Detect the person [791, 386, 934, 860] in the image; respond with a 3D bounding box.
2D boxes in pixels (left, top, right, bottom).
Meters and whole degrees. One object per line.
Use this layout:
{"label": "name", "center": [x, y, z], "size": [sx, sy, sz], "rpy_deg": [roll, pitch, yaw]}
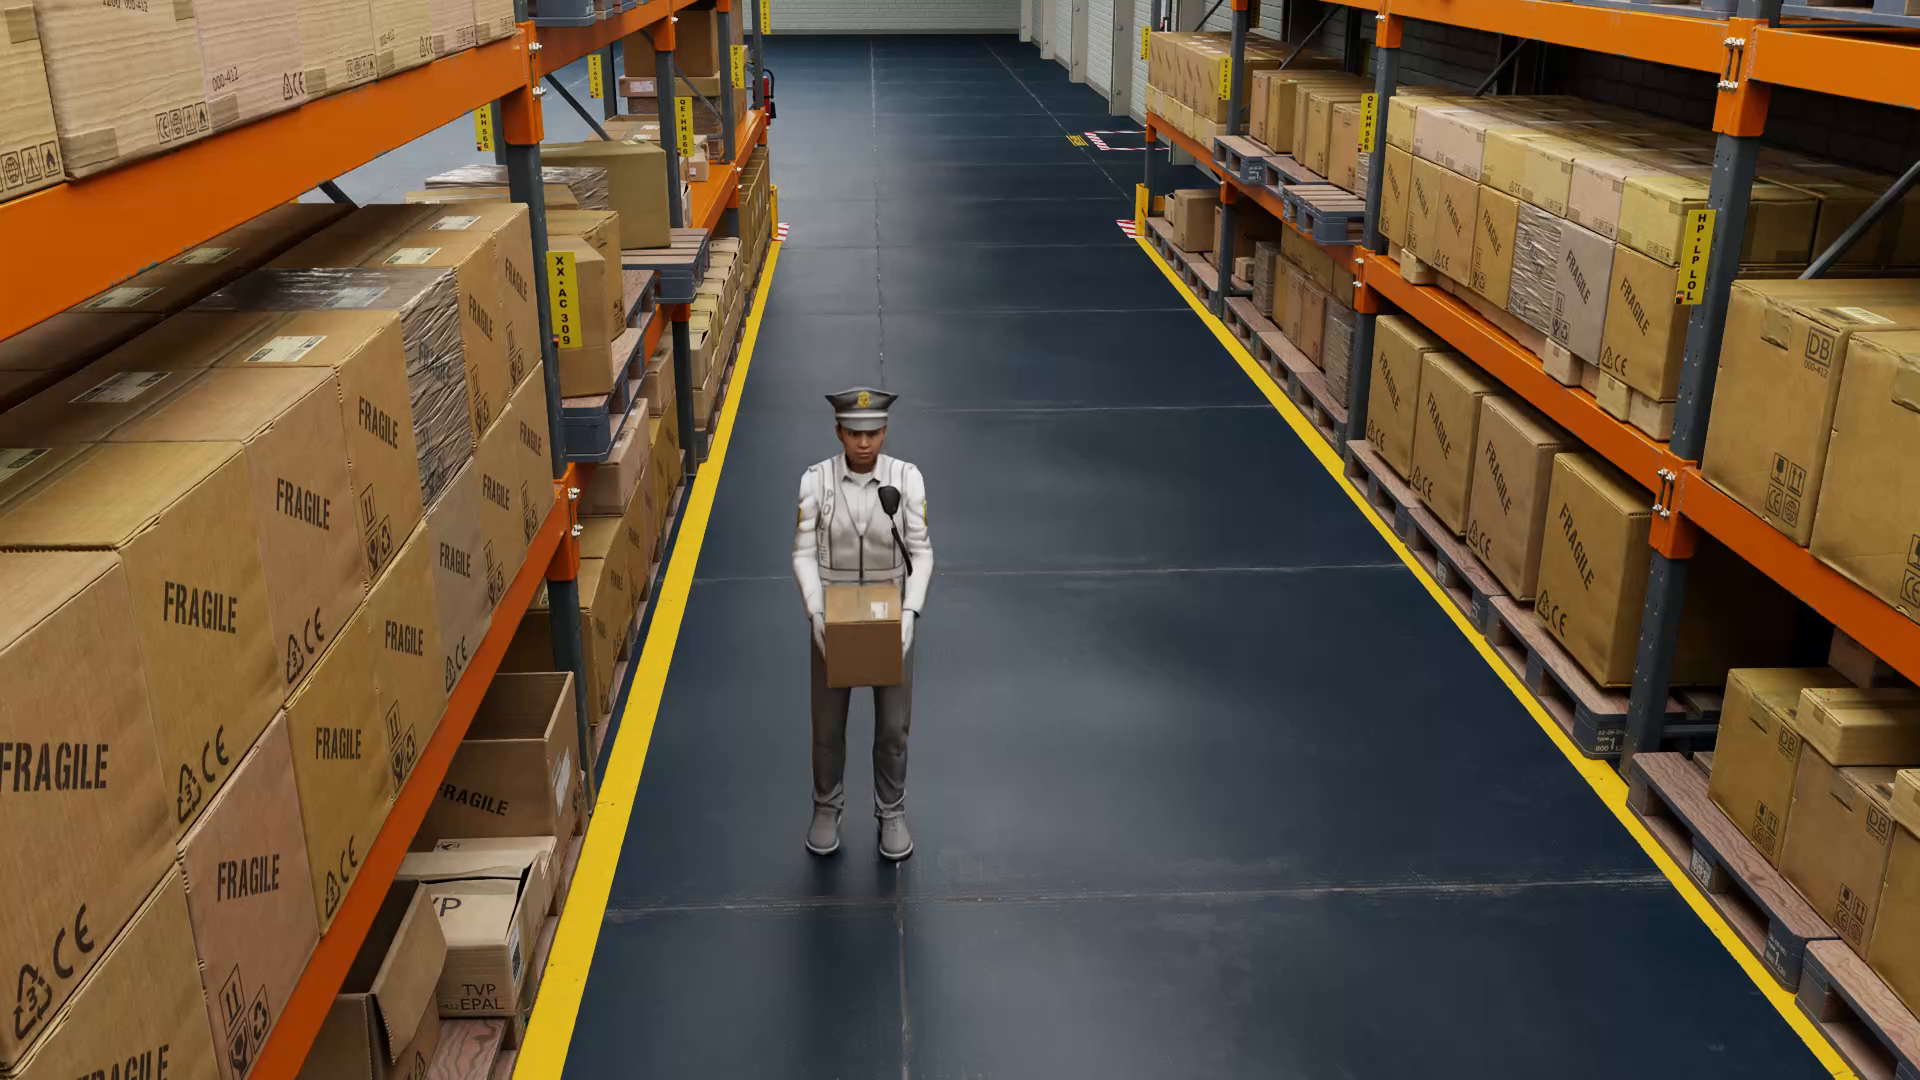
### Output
{"label": "person", "center": [-0.331, 0.294, 5.750], "size": [0.494, 1.690, 0.463], "rpy_deg": [-1, 21, -4]}
